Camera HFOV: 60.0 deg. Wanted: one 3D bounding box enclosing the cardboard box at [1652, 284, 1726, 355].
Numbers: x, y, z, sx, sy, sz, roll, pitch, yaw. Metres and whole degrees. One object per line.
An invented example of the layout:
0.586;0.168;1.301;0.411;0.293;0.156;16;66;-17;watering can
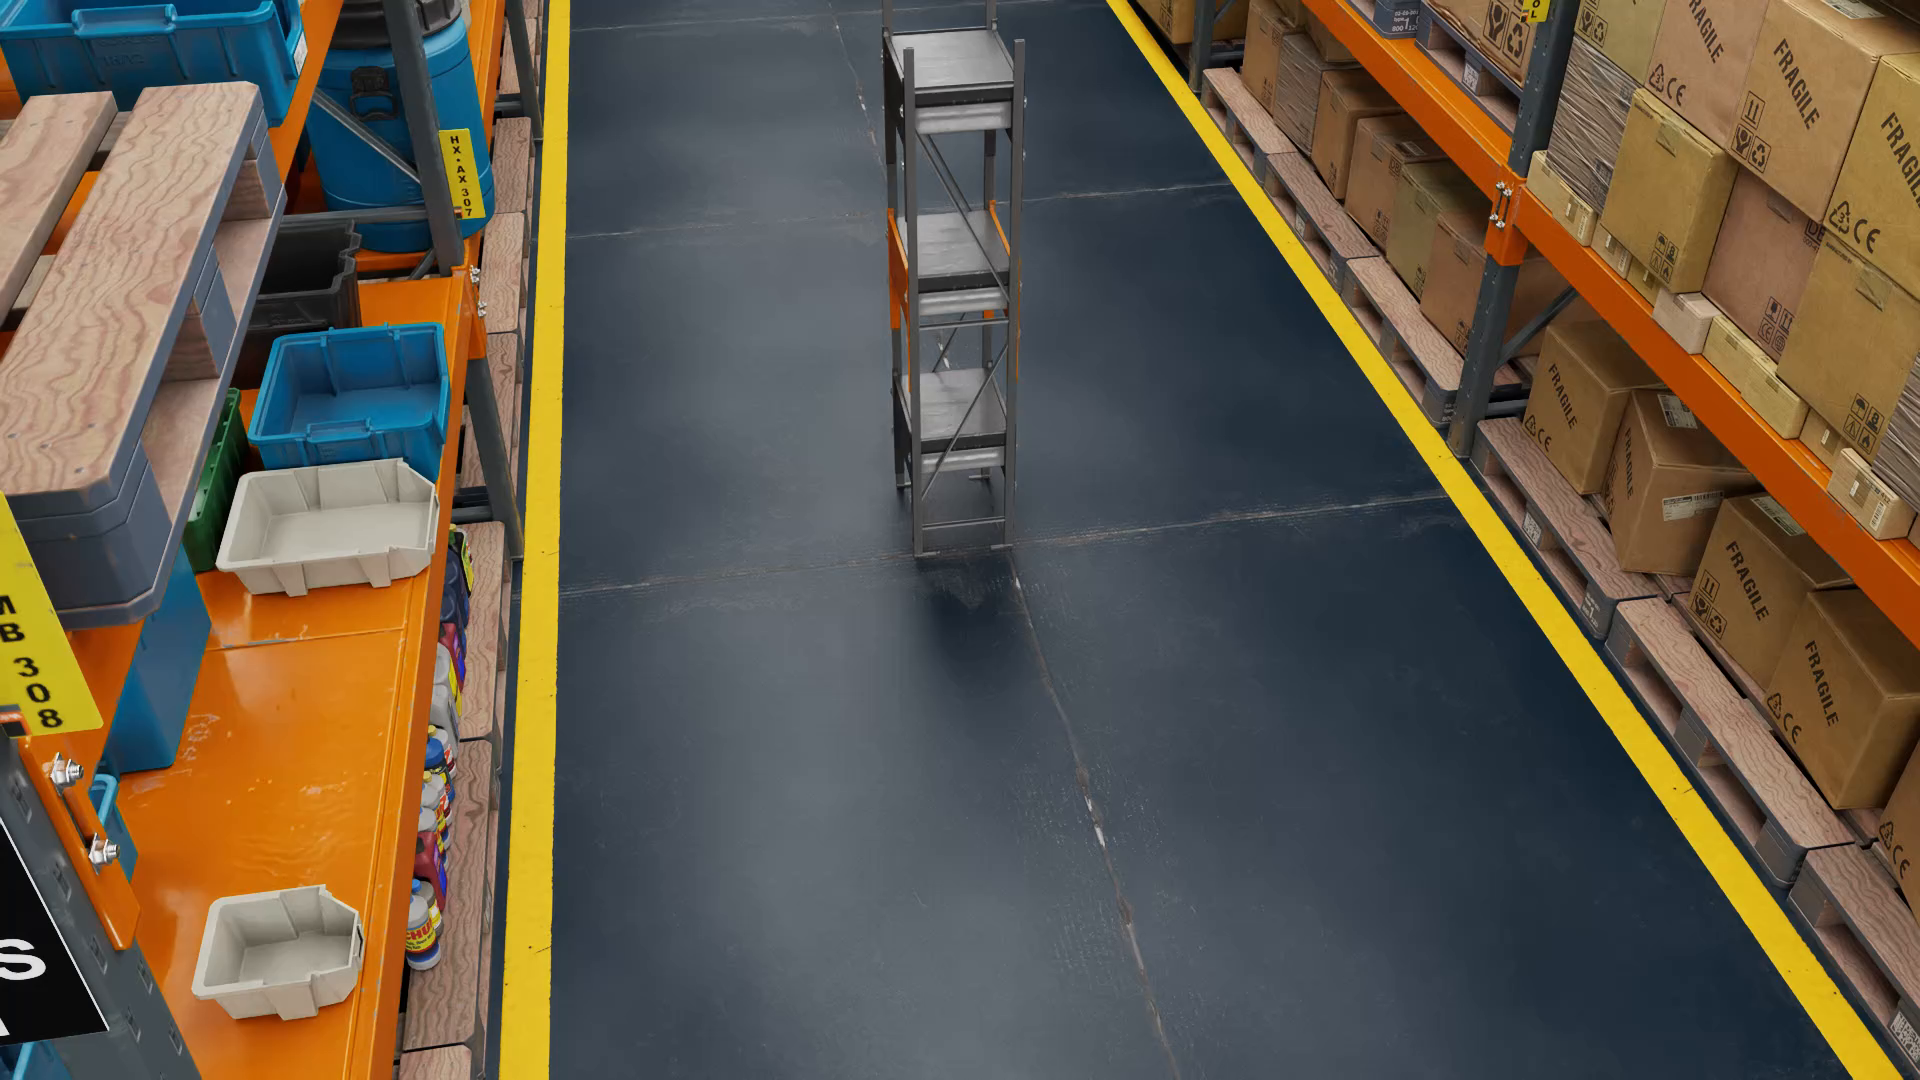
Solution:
2.531;-0.753;5.478;0.380;0.149;0.250;-6;38;-8;cardboard box

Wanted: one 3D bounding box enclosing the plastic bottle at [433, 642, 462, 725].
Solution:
-1.759;0.454;5.521;0.144;0.351;0.185;-6;38;-8;plastic bottle

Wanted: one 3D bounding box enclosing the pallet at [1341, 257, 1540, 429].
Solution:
2.493;-0.989;7.851;1.003;0.211;1.213;-6;38;-8;pallet

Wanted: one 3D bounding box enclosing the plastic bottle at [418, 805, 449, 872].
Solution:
-1.615;0.897;5.016;0.097;0.271;0.097;0;38;0;plastic bottle

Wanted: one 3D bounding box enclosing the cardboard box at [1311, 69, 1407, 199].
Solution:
2.283;-2.145;8.744;0.700;0.500;0.500;-3;38;-4;cardboard box

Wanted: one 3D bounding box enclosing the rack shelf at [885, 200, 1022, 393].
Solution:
-0.029;-0.918;6.243;0.431;0.518;0.480;-6;38;-8;rack shelf

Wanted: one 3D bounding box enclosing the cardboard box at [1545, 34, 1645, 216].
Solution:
2.649;-1.498;5.910;0.875;0.500;0.500;-6;38;-8;cardboard box

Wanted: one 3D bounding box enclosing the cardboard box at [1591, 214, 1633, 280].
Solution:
2.474;-1.058;5.872;0.380;0.149;0.250;-6;38;-8;cardboard box

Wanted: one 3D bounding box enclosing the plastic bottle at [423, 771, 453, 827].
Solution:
-1.650;0.804;5.192;0.097;0.201;0.097;0;38;0;plastic bottle

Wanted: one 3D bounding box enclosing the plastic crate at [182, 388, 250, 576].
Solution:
-2.285;-0.153;4.675;0.450;0.188;0.662;-6;38;-8;plastic crate

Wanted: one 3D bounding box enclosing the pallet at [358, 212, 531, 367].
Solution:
-2.639;-1.194;8.115;1.003;0.211;1.213;-6;38;-8;pallet

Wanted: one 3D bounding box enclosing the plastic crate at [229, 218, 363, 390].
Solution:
-2.279;-0.733;5.299;0.767;0.338;0.504;-6;38;-8;plastic crate

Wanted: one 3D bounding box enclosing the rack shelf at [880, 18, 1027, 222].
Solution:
-0.029;-1.471;5.813;0.431;0.518;0.480;-6;38;-8;rack shelf

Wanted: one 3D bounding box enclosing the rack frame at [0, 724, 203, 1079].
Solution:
-1.541;1.329;2.595;0.949;2.616;0.053;-6;38;-8;rack frame

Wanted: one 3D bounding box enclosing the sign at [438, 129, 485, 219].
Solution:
-1.702;-1.249;5.687;0.100;0.325;0.005;-6;38;-8;sign

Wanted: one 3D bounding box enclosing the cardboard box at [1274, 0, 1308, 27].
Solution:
2.076;-3.117;9.385;0.500;0.250;0.500;-5;38;-6;cardboard box

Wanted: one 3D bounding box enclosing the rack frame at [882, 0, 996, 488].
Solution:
-0.072;-1.077;6.424;0.400;2.100;0.015;-6;38;-8;rack frame

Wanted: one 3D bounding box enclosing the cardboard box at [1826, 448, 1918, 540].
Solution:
2.712;-0.149;4.702;0.380;0.149;0.250;-6;38;-8;cardboard box

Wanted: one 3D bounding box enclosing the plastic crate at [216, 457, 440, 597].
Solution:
-1.711;-0.029;4.558;0.530;0.136;0.437;-6;38;-8;plastic crate

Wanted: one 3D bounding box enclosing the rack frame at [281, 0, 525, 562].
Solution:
-2.246;-1.087;5.704;1.000;3.000;0.127;-6;38;-8;rack frame

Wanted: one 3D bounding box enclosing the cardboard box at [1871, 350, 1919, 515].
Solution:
3.012;-0.292;4.356;0.875;0.500;0.500;-6;38;-8;cardboard box

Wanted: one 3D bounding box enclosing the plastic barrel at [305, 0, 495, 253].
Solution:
-2.015;-1.551;5.893;0.600;0.901;0.708;-6;38;-8;plastic barrel

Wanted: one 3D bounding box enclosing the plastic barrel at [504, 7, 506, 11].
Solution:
-3.247;-3.692;10.681;0.600;0.588;0.708;-6;38;-8;plastic barrel

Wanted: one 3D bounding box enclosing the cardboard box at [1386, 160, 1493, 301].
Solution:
2.479;-1.470;7.876;0.700;0.500;0.500;-6;38;-8;cardboard box

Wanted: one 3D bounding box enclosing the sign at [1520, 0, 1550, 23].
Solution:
2.085;-2.015;5.955;0.100;0.325;0.005;-6;38;-8;sign

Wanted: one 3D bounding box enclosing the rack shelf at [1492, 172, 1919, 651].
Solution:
2.981;-0.128;5.056;1.077;0.370;4.000;-6;38;-8;rack shelf

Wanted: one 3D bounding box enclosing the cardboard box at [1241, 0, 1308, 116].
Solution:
2.067;-2.820;9.614;0.700;0.500;0.500;-8;39;-10;cardboard box

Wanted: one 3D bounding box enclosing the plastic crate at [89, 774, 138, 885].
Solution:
-2.035;0.725;3.493;0.499;0.251;0.408;-6;38;-8;plastic crate

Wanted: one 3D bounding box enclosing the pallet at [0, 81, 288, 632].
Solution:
-1.593;-0.291;2.389;1.003;0.211;1.213;-6;38;-8;pallet

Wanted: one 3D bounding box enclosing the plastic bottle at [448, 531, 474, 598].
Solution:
-1.836;0.067;6.074;0.061;0.283;0.133;-4;38;-6;plastic bottle

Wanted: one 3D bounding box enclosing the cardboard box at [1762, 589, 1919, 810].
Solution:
3.009;0.501;5.355;0.500;0.500;0.500;-3;38;-4;cardboard box

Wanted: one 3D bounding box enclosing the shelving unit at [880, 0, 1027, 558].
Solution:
-0.029;-0.929;6.235;0.431;2.100;0.503;-6;38;-8;shelving unit

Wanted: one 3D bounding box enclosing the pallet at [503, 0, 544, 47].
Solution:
-3.337;-3.609;11.223;1.003;0.211;1.213;-6;38;-8;pallet

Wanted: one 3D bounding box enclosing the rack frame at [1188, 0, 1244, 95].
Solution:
1.929;-4.036;9.500;1.000;3.000;0.127;-6;38;-8;rack frame

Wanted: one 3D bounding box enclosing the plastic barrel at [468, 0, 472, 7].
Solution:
-2.482;-2.694;7.682;0.421;0.512;0.421;0;38;0;plastic barrel

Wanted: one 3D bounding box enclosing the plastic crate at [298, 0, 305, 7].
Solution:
-1.566;-1.241;3.673;0.243;0.136;0.396;-6;38;-8;plastic crate

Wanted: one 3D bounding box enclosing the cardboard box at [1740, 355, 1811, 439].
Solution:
2.648;-0.454;5.094;0.380;0.149;0.250;-6;38;-8;cardboard box

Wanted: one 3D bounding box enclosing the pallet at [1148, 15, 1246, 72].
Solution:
1.865;-3.419;10.979;1.003;0.211;1.213;-6;38;-8;pallet

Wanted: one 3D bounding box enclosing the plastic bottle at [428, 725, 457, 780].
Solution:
-1.686;0.680;5.352;0.097;0.201;0.097;0;38;0;plastic bottle

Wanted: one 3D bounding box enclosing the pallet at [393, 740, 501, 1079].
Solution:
-1.952;1.163;5.081;1.003;0.211;1.213;-6;38;-8;pallet

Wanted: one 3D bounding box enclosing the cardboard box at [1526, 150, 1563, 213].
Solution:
2.372;-1.358;6.258;0.380;0.149;0.250;-6;38;-8;cardboard box

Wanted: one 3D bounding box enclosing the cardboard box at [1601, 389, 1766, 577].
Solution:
2.769;-0.207;6.267;0.500;0.500;0.500;5;38;7;cardboard box

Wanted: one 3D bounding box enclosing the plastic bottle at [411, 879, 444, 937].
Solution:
-1.573;1.069;4.851;0.097;0.201;0.097;0;38;0;plastic bottle

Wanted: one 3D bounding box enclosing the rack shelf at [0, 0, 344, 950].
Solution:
-1.895;-0.780;3.450;1.077;0.370;4.000;-6;38;-8;rack shelf

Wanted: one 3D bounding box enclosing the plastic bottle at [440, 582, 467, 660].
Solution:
-1.815;0.259;5.772;0.144;0.351;0.185;-8;39;-10;plastic bottle

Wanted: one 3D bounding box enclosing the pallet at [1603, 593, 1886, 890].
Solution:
3.001;0.622;5.778;1.003;0.211;1.213;-6;38;-8;pallet

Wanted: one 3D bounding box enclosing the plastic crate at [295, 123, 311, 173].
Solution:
-2.745;-1.714;6.524;0.392;0.384;0.575;-6;38;-8;plastic crate

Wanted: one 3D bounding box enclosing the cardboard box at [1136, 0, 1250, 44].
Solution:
1.829;-3.782;10.562;1.225;0.875;0.875;-8;39;-10;cardboard box

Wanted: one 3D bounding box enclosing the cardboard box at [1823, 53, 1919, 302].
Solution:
2.734;-0.968;4.412;0.500;0.500;0.500;-6;38;-8;cardboard box

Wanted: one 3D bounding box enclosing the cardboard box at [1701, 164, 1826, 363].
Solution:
2.889;-0.901;5.141;0.875;0.500;0.500;-6;38;-8;cardboard box

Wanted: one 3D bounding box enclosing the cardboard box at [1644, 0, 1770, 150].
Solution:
2.548;-1.571;5.188;0.500;0.500;0.500;-6;38;-8;cardboard box

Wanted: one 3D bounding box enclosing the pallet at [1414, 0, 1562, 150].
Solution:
2.640;-2.021;7.063;1.003;0.211;1.213;-6;38;-8;pallet

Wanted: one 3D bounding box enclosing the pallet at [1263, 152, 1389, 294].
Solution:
2.276;-1.727;8.801;1.003;0.211;1.213;-6;38;-8;pallet
